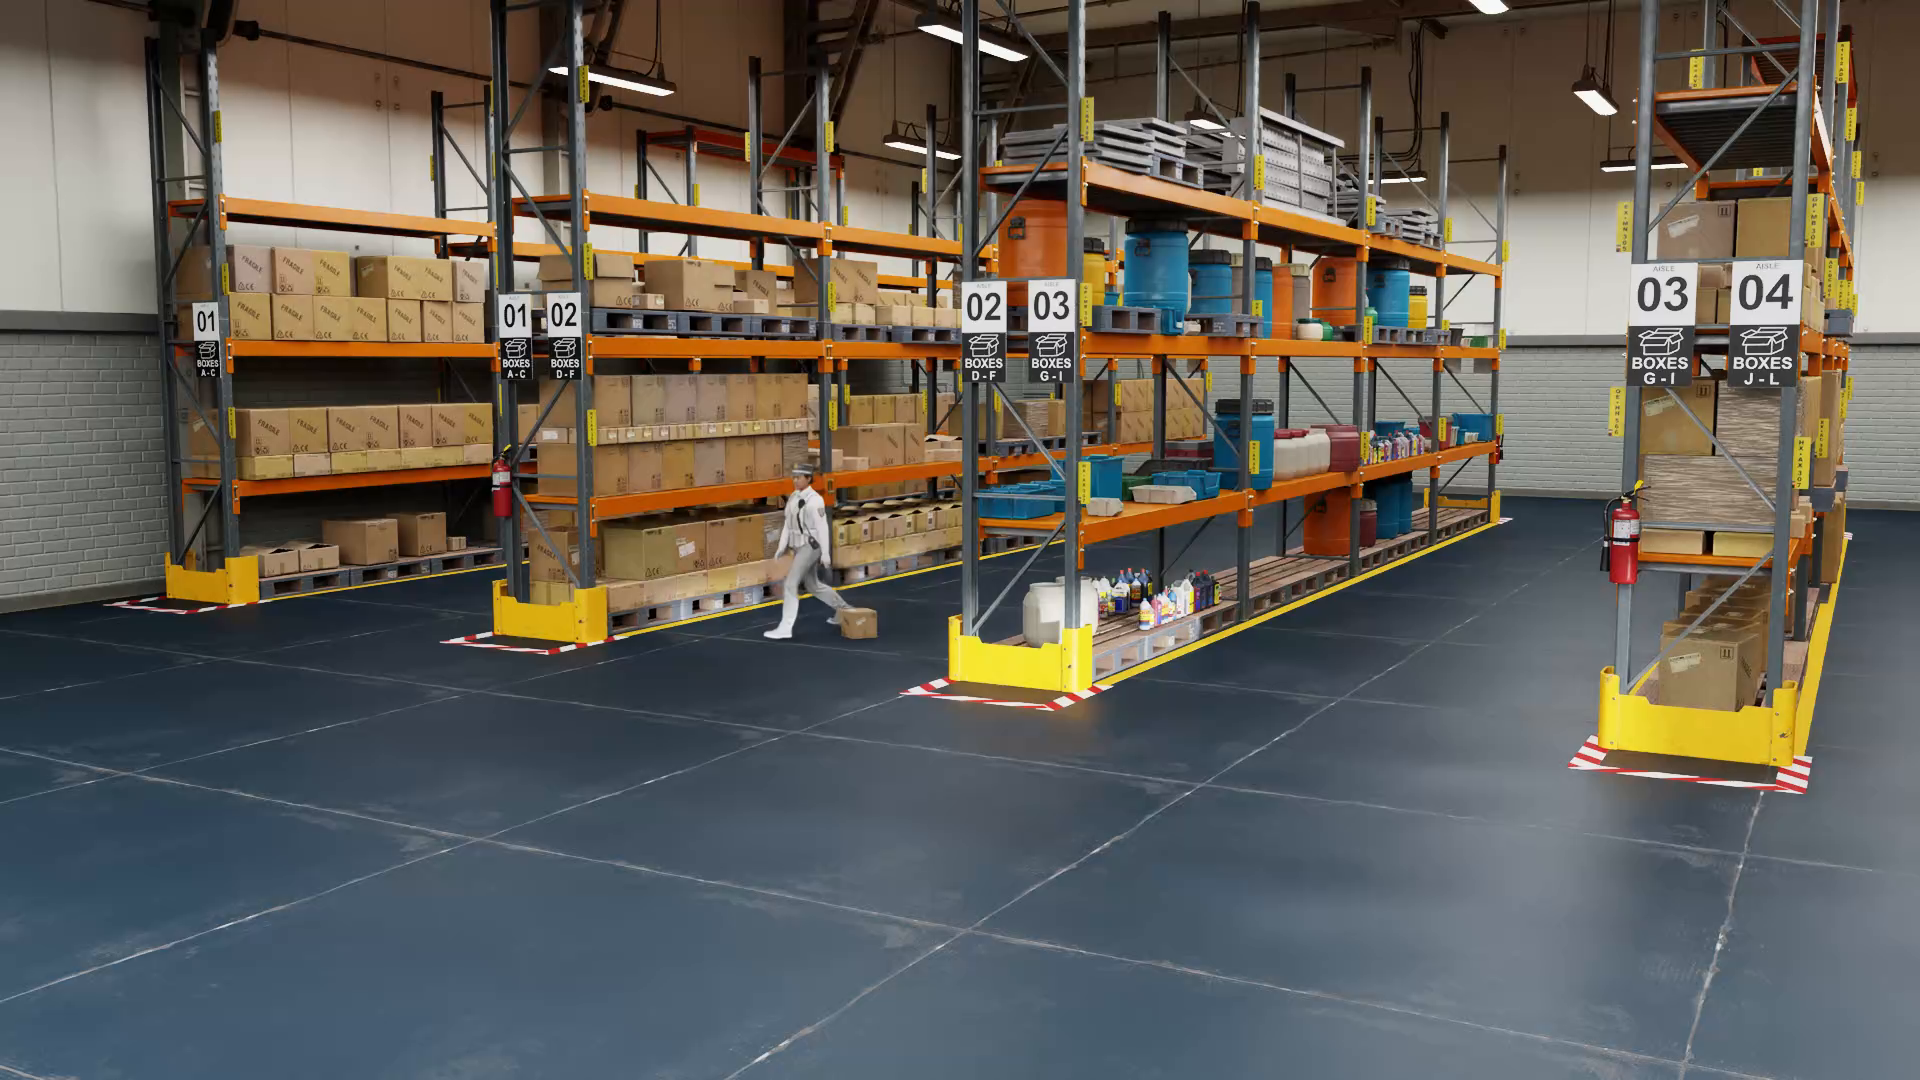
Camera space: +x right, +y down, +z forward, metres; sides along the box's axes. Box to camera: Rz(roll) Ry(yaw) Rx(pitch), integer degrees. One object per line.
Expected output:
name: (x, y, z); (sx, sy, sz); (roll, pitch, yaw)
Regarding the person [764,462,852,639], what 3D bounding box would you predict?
person: (-1.418, 0.071, 15.564); (1.025, 1.621, 0.488); (-4, 7, -34)
